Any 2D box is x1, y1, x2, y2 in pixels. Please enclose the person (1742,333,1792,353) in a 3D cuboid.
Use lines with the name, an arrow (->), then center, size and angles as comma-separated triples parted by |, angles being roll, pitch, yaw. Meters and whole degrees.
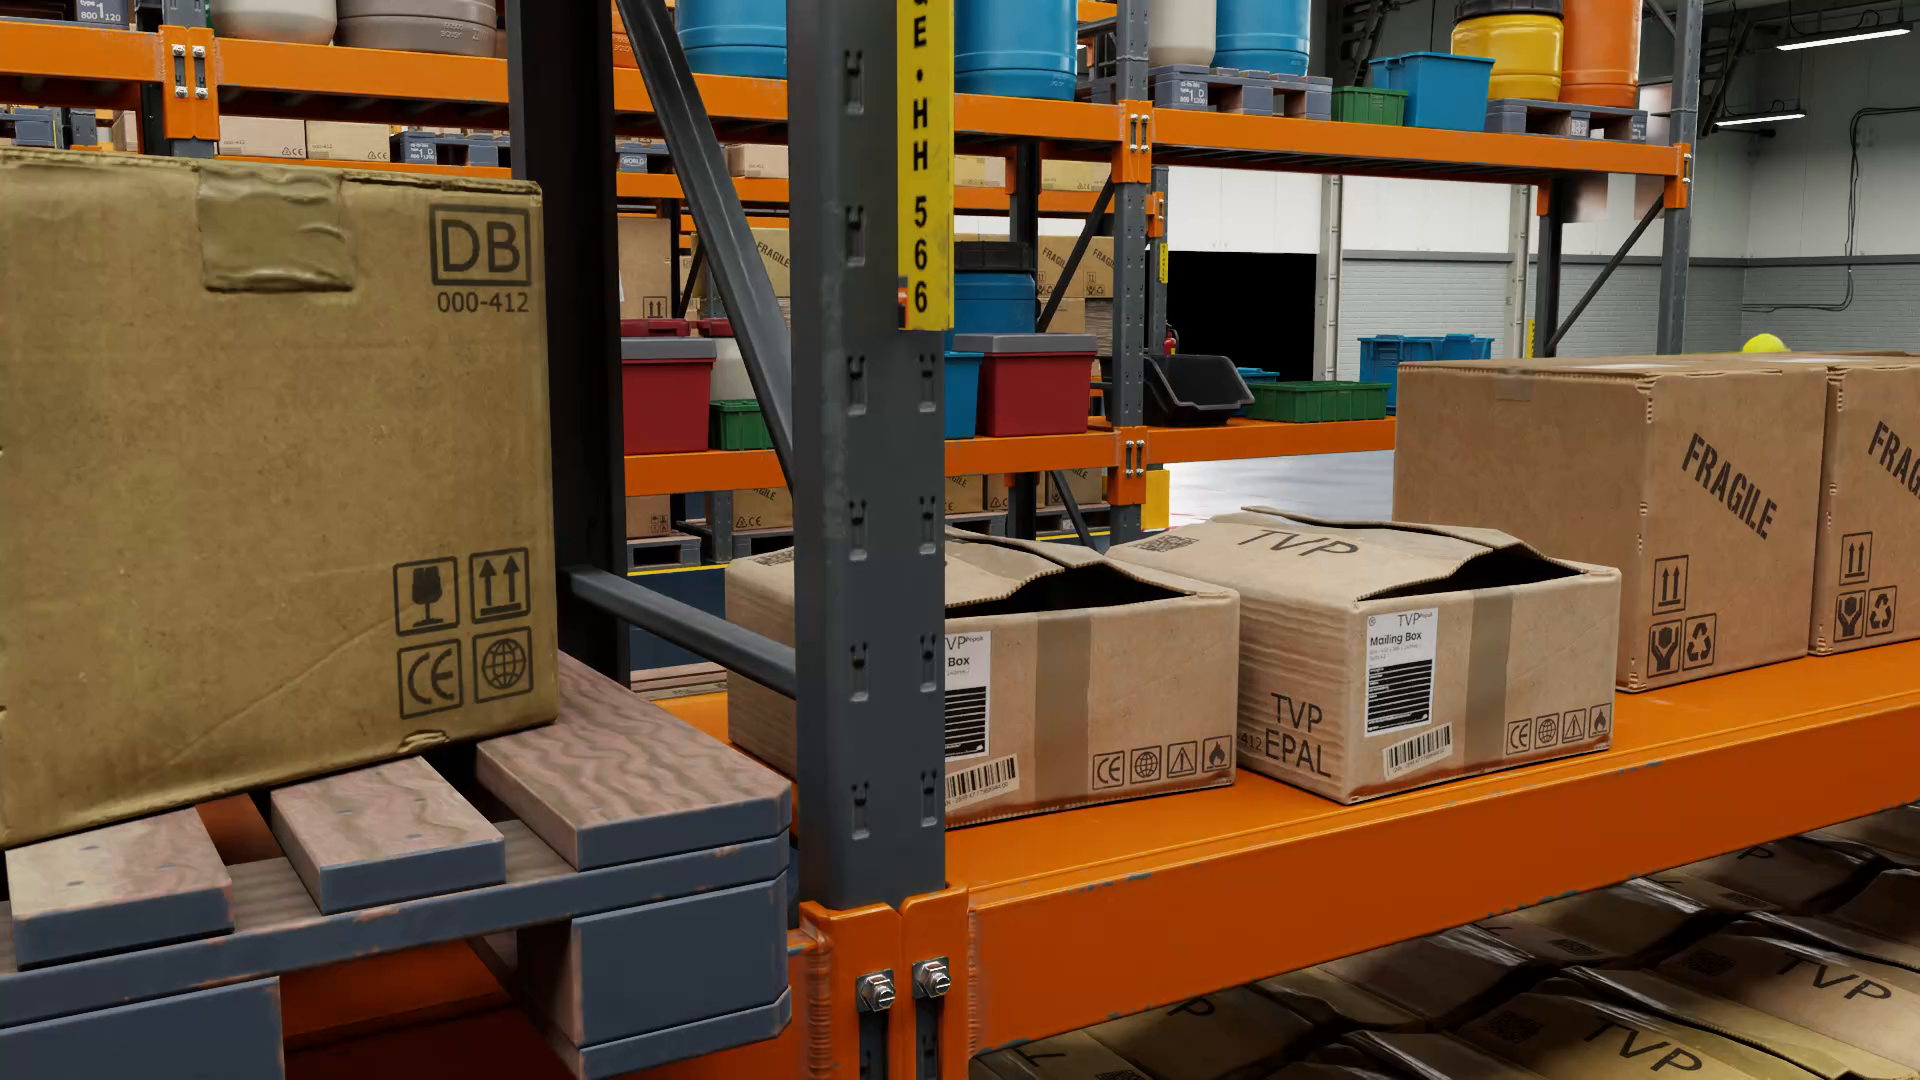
person -> 4.185, -0.203, 8.682 | 0.931, 1.739, 0.565 | -5, 10, -32
